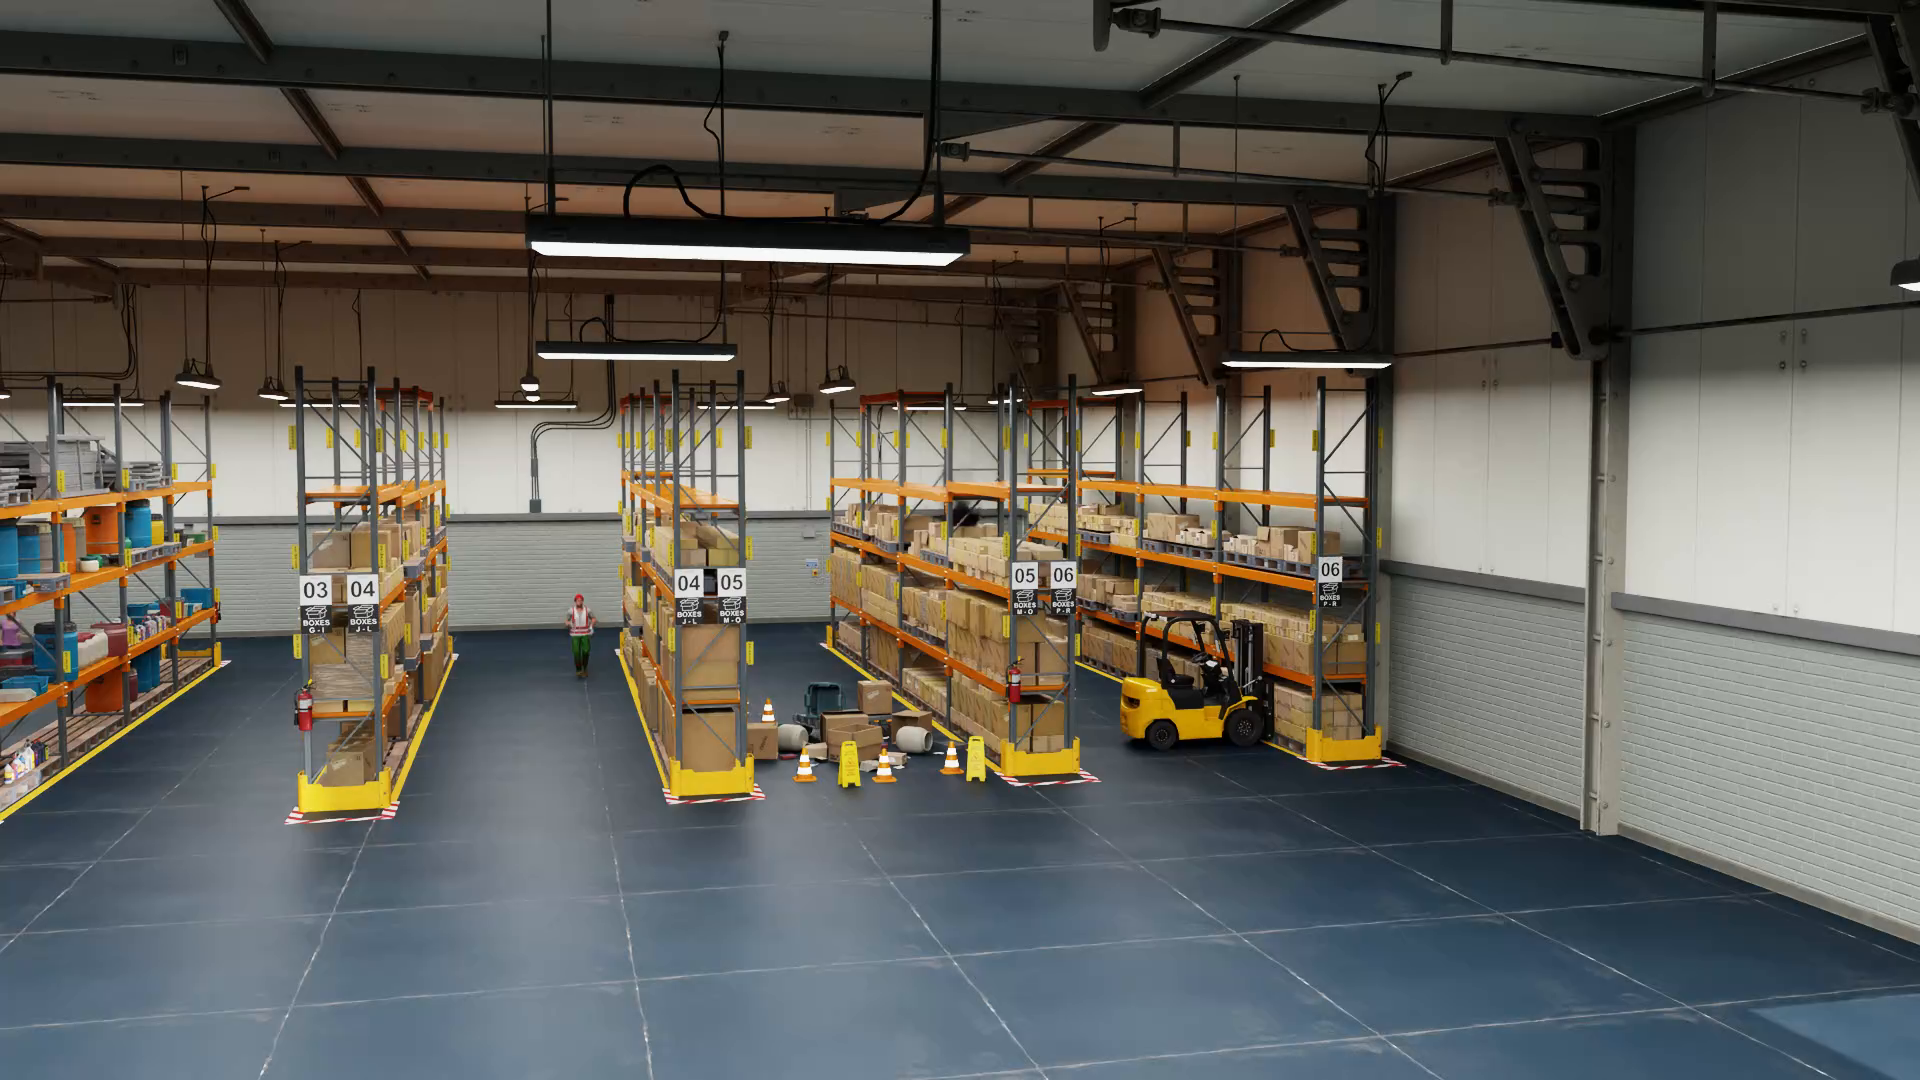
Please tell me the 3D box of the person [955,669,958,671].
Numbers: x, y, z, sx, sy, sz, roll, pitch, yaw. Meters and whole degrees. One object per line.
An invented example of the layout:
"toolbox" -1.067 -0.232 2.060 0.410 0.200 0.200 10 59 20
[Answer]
"person" -0.087 1.992 35.697 0.676 1.754 0.683 -1 4 -21

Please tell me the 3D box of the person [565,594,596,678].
"person" -7.974 2.029 34.953 0.635 1.779 0.637 -1 3 -13

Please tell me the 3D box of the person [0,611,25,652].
"person" -19.447 2.177 34.060 0.556 1.577 0.614 -2 4 -26
